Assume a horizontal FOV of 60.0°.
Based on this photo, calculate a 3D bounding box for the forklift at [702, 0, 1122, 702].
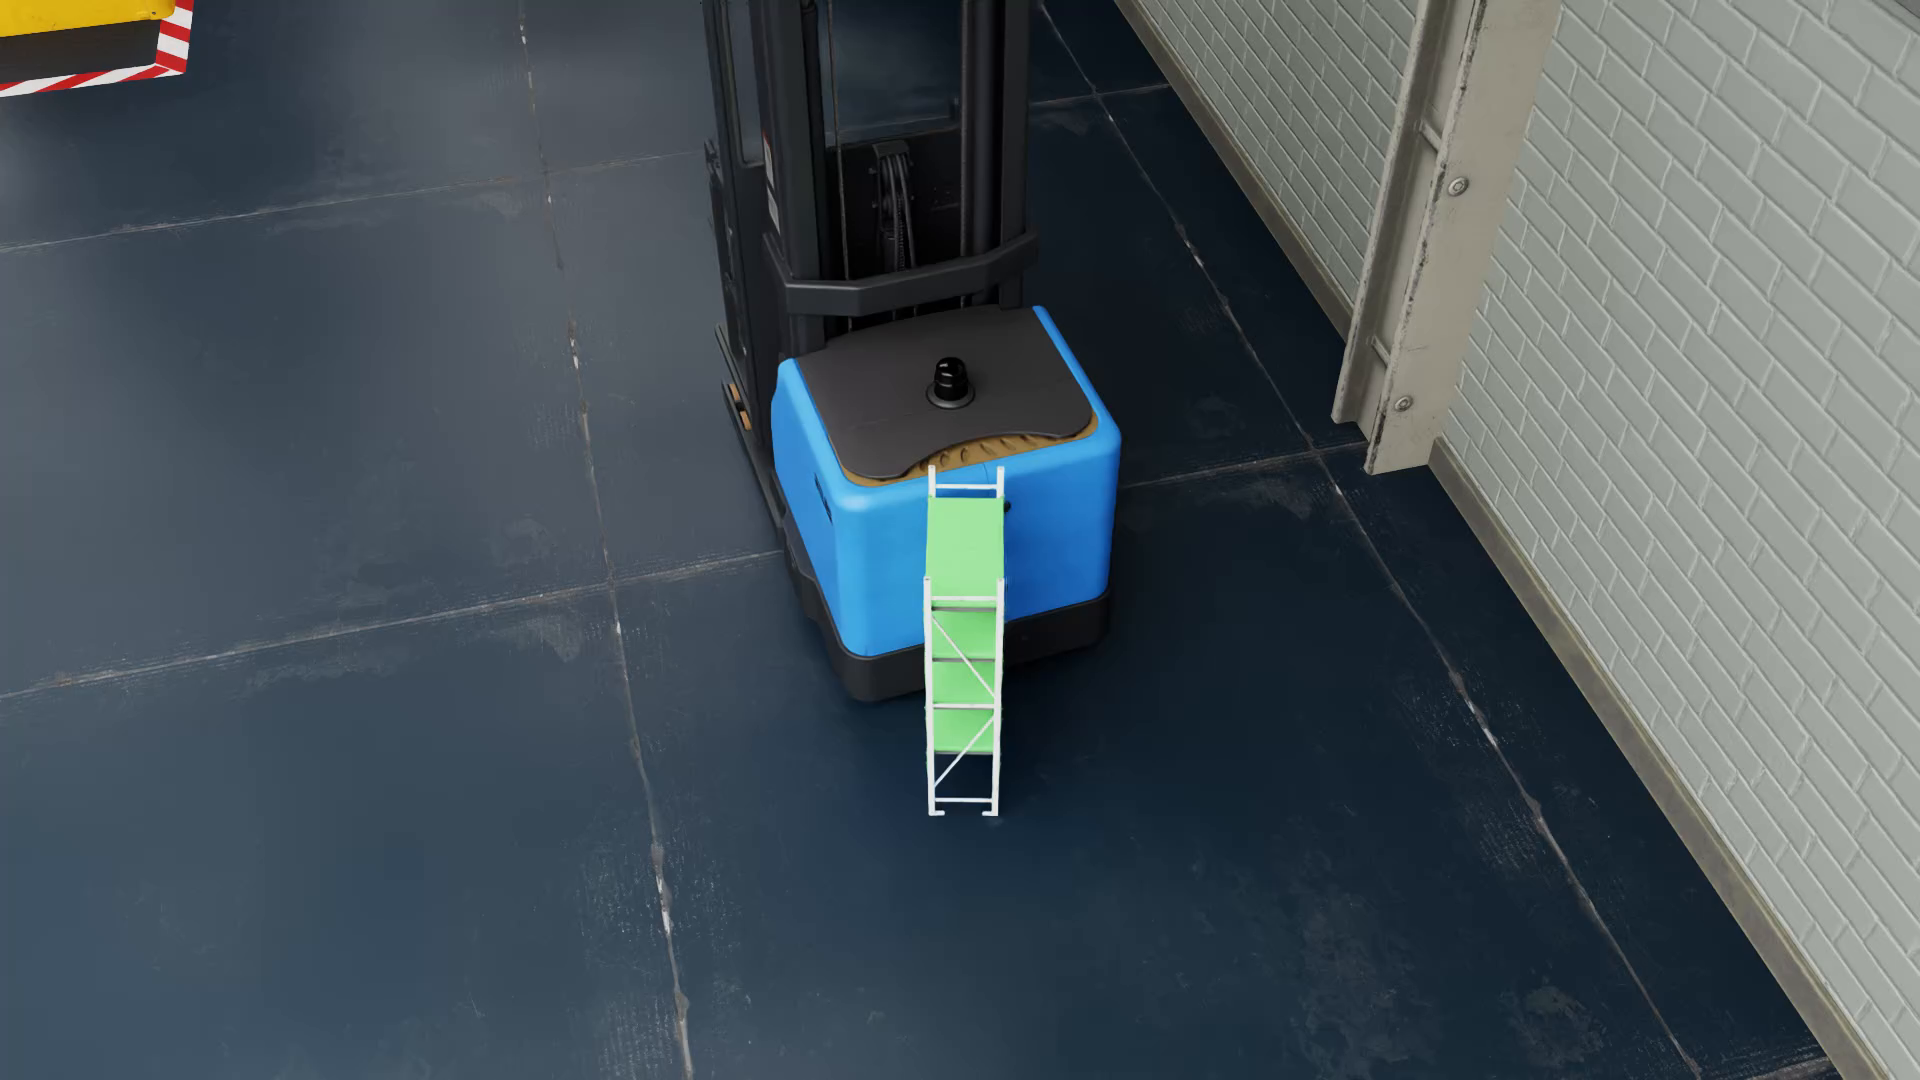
[{"bbox_3d":[-0.395,-1.508,6.176,1.130,2.935,3.031,-14,47,-13],"label":"forklift"}]

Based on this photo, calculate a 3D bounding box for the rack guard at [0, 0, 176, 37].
[{"bbox_3d":[-5.224,-3.252,9.587,1.175,0.500,0.348,-11,47,-10],"label":"rack guard"}]

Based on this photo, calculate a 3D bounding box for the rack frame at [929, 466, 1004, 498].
[{"bbox_3d":[0.020,0.189,5.724,0.240,1.200,0.015,1,46,1],"label":"rack frame"}]

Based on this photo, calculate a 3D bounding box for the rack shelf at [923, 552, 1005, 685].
[{"bbox_3d":[0.016,0.240,5.428,0.258,0.148,0.480,1,46,1],"label":"rack shelf"}]

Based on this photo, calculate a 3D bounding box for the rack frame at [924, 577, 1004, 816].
[{"bbox_3d":[0.013,0.538,5.383,0.240,1.200,0.015,1,46,1],"label":"rack frame"}]

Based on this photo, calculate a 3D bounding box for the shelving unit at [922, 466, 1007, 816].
[{"bbox_3d":[0.016,0.364,5.554,0.258,1.200,0.503,1,46,1],"label":"shelving unit"}]

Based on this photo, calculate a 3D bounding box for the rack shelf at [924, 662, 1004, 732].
[{"bbox_3d":[0.016,0.408,5.599,0.258,0.148,0.480,1,46,1],"label":"rack shelf"}]

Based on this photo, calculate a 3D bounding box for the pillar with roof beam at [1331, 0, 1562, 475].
[{"bbox_3d":[-2.339,-2.801,3.194,9.100,9.000,0.400,-11,47,-10],"label":"pillar with roof beam"}]

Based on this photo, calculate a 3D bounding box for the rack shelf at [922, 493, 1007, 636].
[{"bbox_3d":[0.016,0.072,5.256,0.258,0.148,0.480,1,46,1],"label":"rack shelf"}]

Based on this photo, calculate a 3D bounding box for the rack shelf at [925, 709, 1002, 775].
[{"bbox_3d":[0.016,0.576,5.771,0.258,0.148,0.480,1,46,1],"label":"rack shelf"}]
